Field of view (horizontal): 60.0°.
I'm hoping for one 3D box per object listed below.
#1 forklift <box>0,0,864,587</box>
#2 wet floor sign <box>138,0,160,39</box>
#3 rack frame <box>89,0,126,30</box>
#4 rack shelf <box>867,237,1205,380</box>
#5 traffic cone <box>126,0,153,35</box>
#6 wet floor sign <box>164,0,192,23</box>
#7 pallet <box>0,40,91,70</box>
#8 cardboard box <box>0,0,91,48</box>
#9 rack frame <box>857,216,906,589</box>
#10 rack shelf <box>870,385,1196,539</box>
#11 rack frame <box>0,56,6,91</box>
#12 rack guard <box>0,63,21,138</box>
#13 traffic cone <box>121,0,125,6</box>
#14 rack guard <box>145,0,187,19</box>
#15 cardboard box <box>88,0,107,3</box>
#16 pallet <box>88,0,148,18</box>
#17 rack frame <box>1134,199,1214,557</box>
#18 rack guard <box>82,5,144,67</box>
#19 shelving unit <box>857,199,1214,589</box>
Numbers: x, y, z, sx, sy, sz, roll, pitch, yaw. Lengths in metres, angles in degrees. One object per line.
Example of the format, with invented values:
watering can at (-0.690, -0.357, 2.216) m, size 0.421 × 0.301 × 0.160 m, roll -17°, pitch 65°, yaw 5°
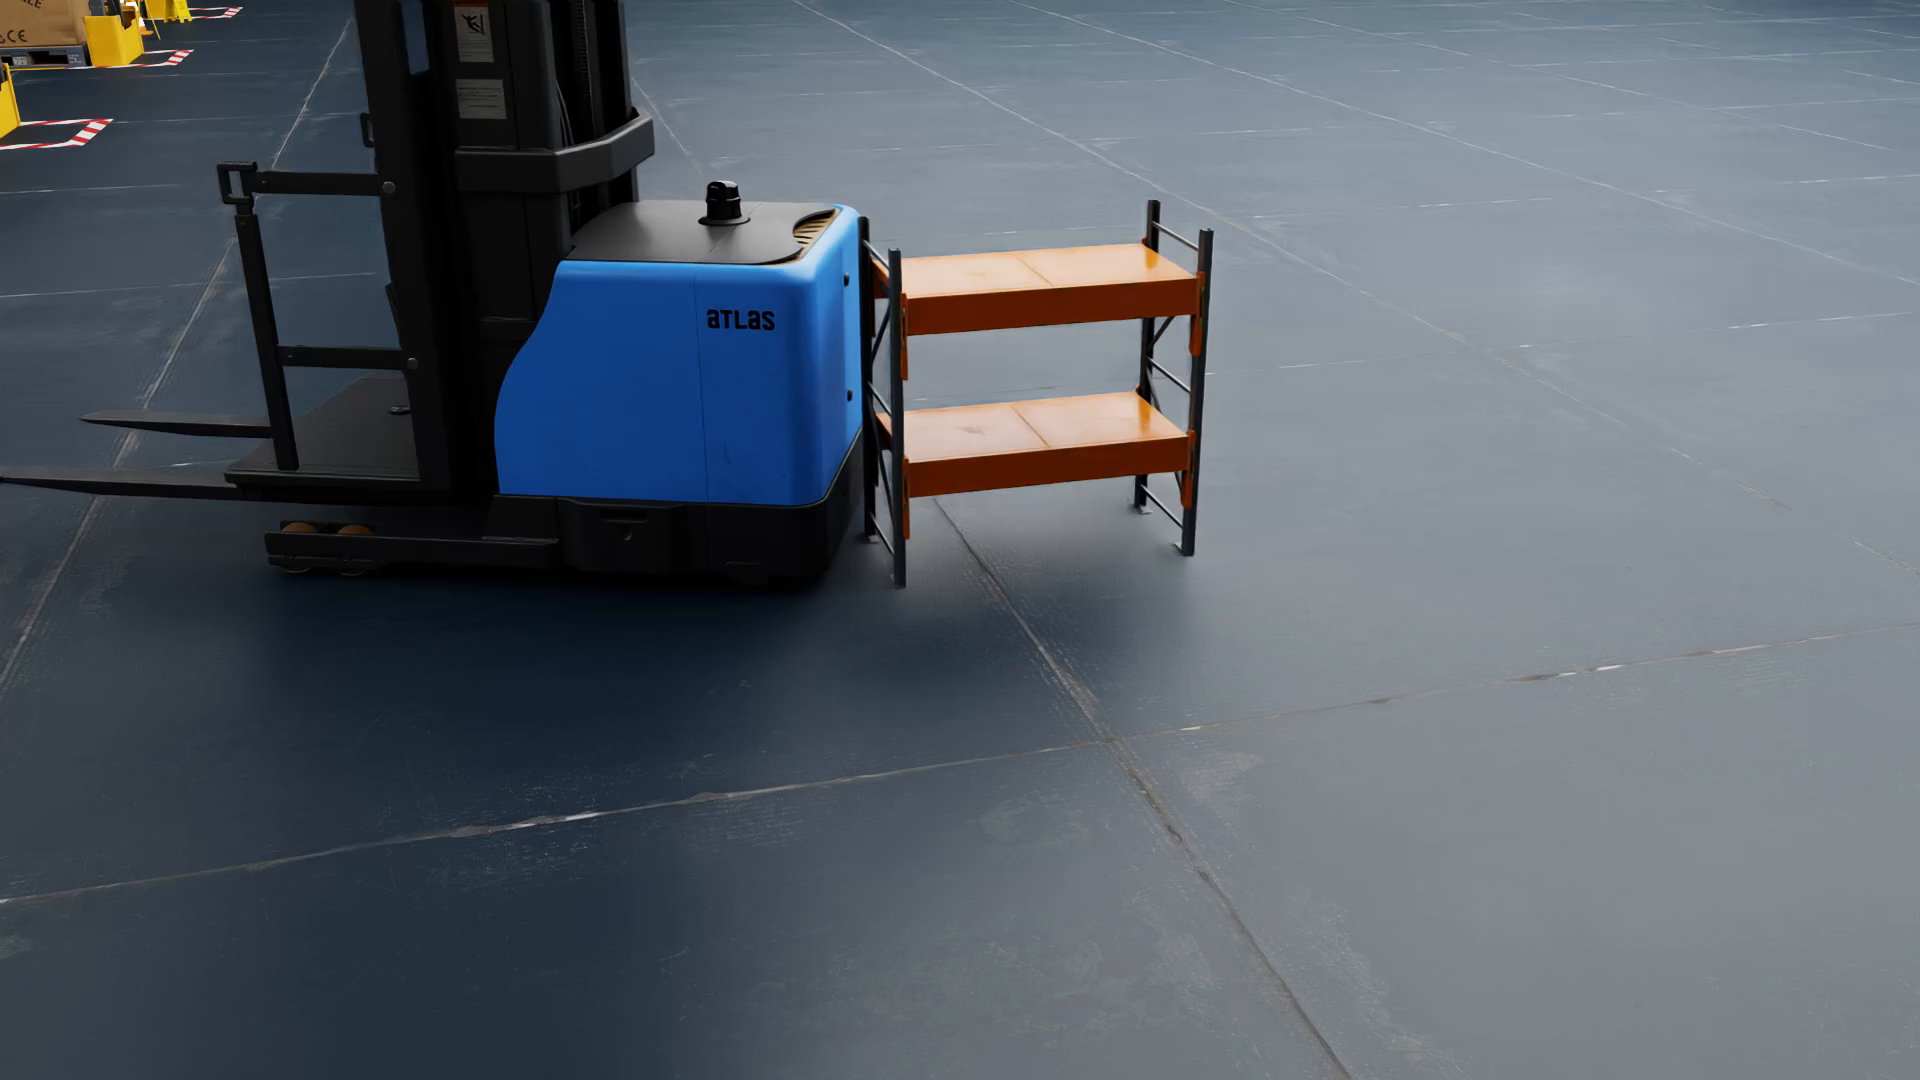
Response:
forklift at (-1.885, -1.430, 5.450) m, size 3.031 × 2.935 × 1.130 m, roll 3°, pitch 23°, yaw 6°
wet floor sign at (-9.568, -6.212, 19.493) m, size 0.232 × 0.644 × 0.267 m, roll -11°, pitch 25°, yaw -23°
rack frame at (-9.061, -6.539, 17.270) m, size 0.127 × 3.000 × 1.000 m, roll -6°, pitch 24°, yaw -14°
rack shelf at (0.233, -0.773, 5.466) m, size 1.000 × 0.278 × 0.538 m, roll -6°, pitch 24°, yaw -14°
traffic cone at (-9.934, -6.321, 19.979) m, size 0.334 × 0.463 × 0.336 m, roll -6°, pitch 24°, yaw -14°
wet floor sign at (-10.023, -6.940, 21.189) m, size 0.232 × 0.644 × 0.267 m, roll 2°, pitch 23°, yaw 4°
pallet at (-9.809, -5.143, 17.552) m, size 1.213 × 0.211 × 1.003 m, roll -6°, pitch 24°, yaw -14°
cardboard box at (-9.696, -5.659, 17.379) m, size 0.875 × 0.875 × 0.875 m, roll -6°, pitch 24°, yaw -14°
rack frame at (-0.257, -0.451, 5.458) m, size 0.032 × 1.125 × 0.500 m, roll -6°, pitch 24°, yaw -14°
rack shelf at (0.233, -0.279, 5.678) m, size 1.000 × 0.278 × 0.538 m, roll -6°, pitch 24°, yaw -14°
rack frame at (-7.818, -4.645, 12.856) m, size 0.127 × 3.000 × 1.000 m, roll -6°, pitch 24°, yaw -14°
rack guard at (-7.891, -3.489, 13.330) m, size 0.348 × 0.500 × 1.175 m, roll -6°, pitch 24°, yaw -14°
traffic cone at (-10.561, -6.706, 20.876) m, size 0.334 × 0.463 × 0.336 m, roll -6°, pitch 24°, yaw -14°
rack guard at (-10.568, -7.251, 22.098) m, size 0.348 × 0.500 × 1.175 m, roll -6°, pitch 24°, yaw -14°
cardboard box at (-11.224, -7.146, 21.639) m, size 0.500 × 0.250 × 0.500 m, roll -6°, pitch 24°, yaw -15°
pallet at (-11.360, -7.045, 21.985) m, size 1.213 × 0.211 × 1.003 m, roll -6°, pitch 24°, yaw -14°
rack frame at (0.723, -0.557, 5.704) m, size 0.032 × 1.125 × 0.500 m, roll -6°, pitch 24°, yaw -14°
rack guard at (-9.038, -5.393, 17.769) m, size 0.348 × 0.500 × 1.175 m, roll -6°, pitch 24°, yaw -14°
shelving unit at (0.233, -0.504, 5.581) m, size 1.048 × 1.125 × 0.538 m, roll -6°, pitch 24°, yaw -14°
